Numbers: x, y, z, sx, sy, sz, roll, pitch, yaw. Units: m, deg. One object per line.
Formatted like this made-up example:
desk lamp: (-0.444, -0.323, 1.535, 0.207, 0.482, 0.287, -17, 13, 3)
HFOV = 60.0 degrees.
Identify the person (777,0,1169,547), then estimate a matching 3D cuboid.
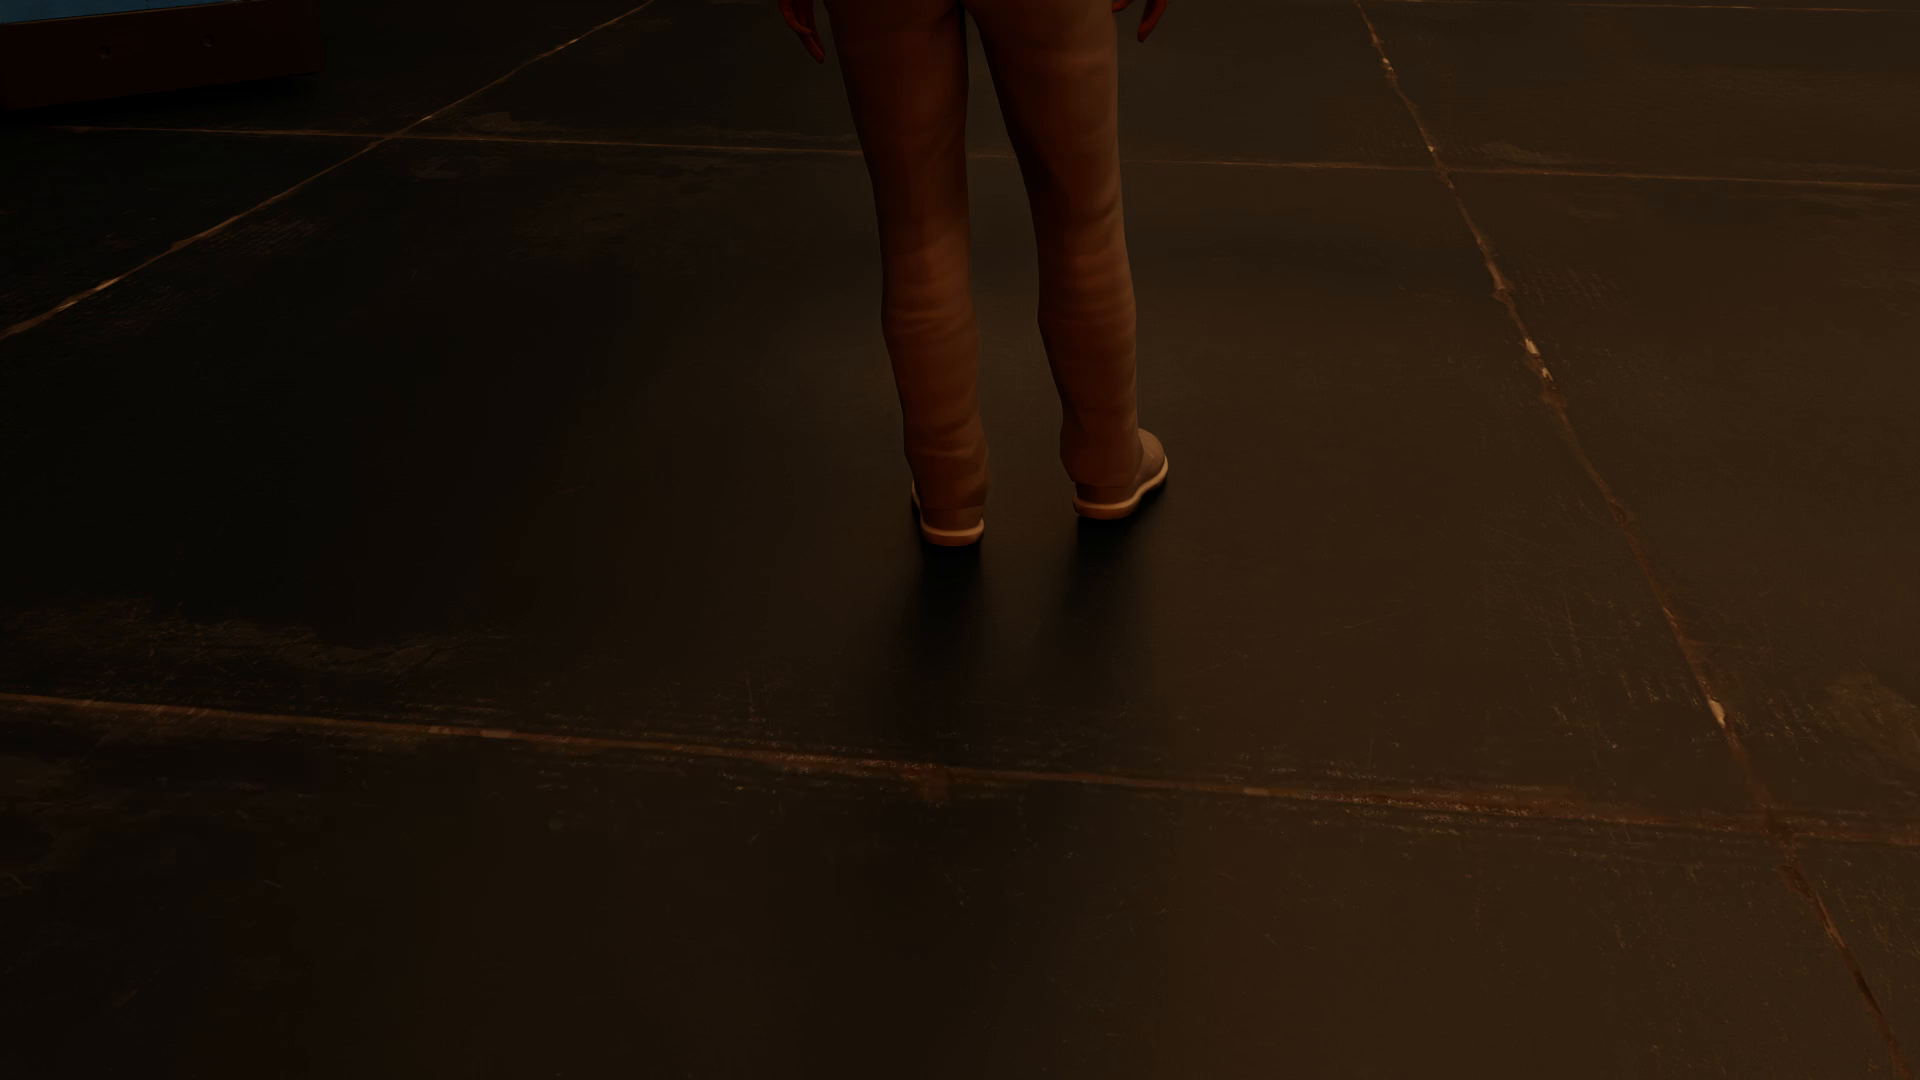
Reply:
person: (0.030, -0.797, 2.183, 0.569, 1.695, 0.528, 3, 27, 7)

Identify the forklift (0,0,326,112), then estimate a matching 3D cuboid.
forklift: (-3.386, -3.142, 5.516, 1.130, 2.935, 3.031, -20, 33, -35)
